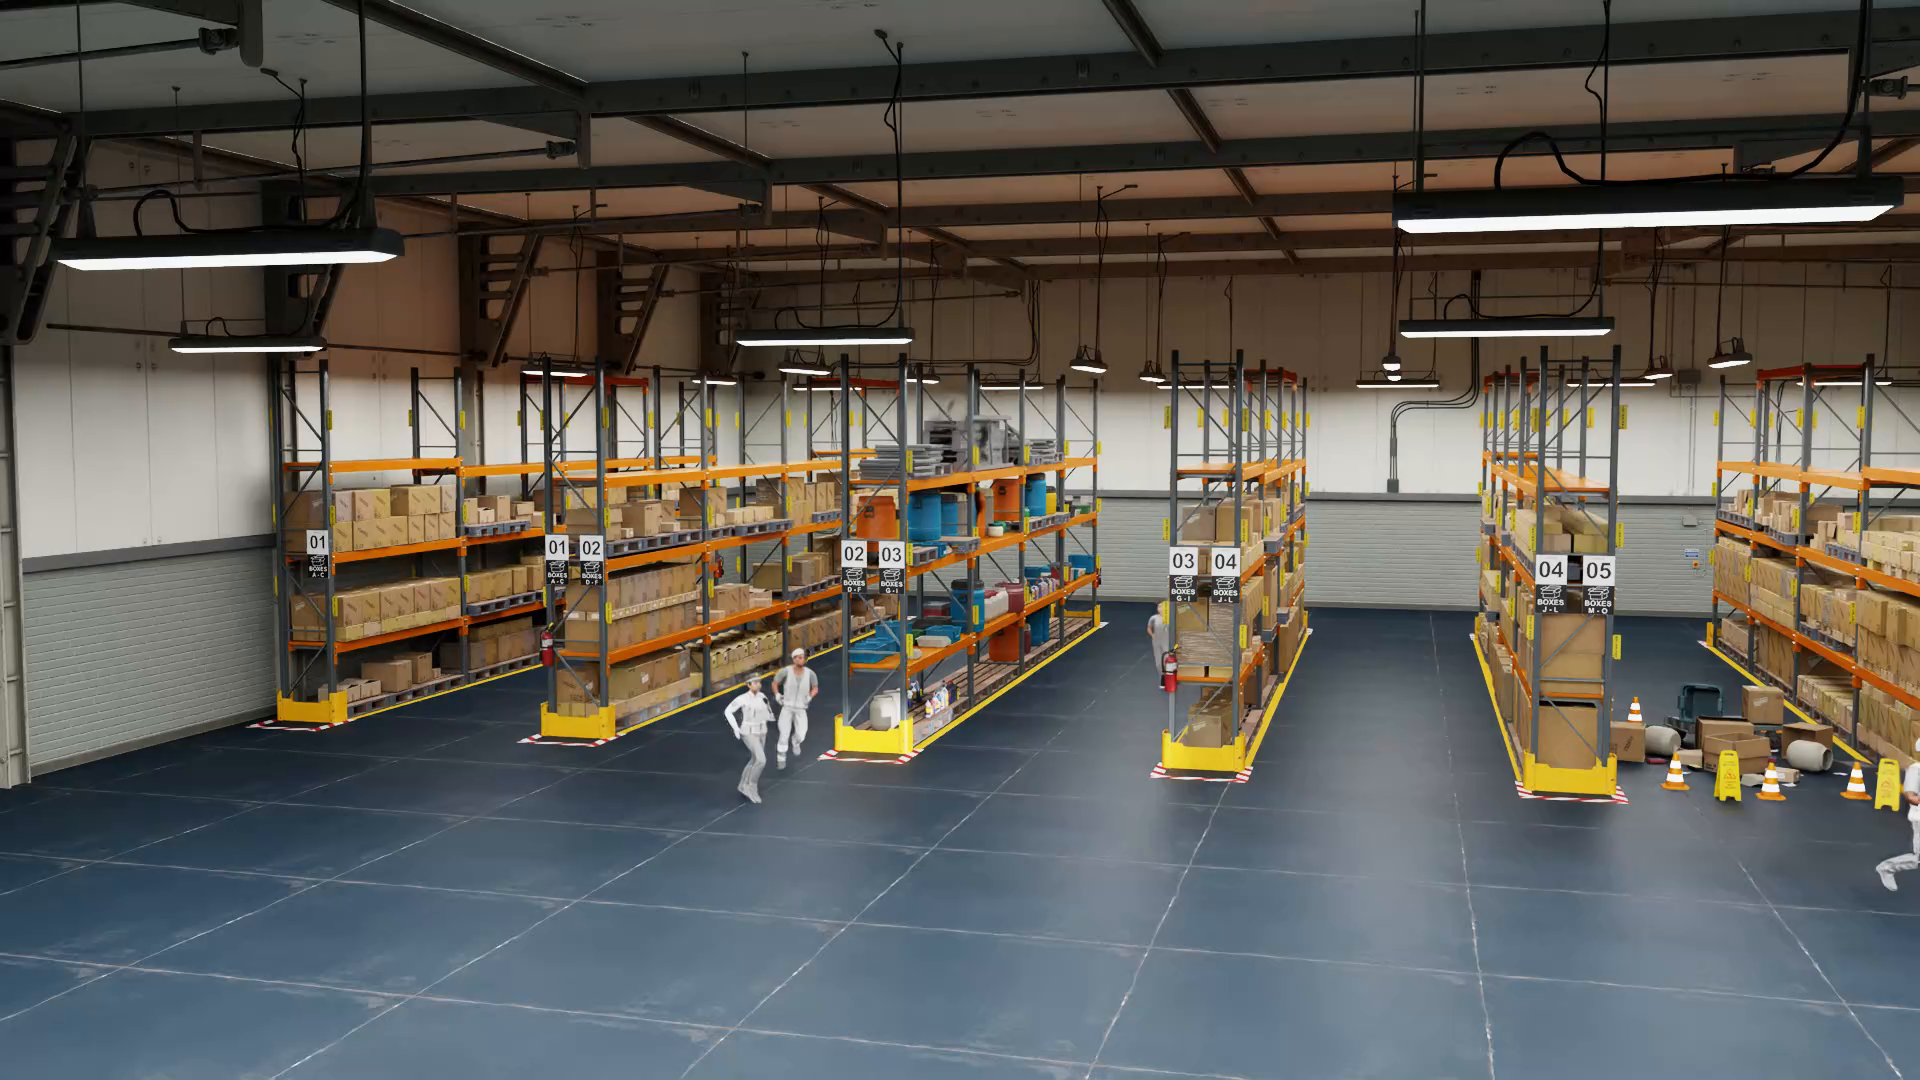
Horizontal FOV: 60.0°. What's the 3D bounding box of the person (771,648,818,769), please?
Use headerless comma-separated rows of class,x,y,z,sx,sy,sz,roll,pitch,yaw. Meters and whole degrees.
person,-2.398,2.421,24.191,0.676,1.708,0.648,-1,4,-13

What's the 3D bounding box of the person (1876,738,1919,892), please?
person,9.976,2.893,17.108,0.697,1.759,0.847,-3,5,-32

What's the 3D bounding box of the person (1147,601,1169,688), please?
person,3.751,1.950,30.920,0.565,1.634,0.608,1,4,16

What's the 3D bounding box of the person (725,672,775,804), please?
person,-2.703,2.589,21.858,0.708,1.726,0.580,3,5,37
